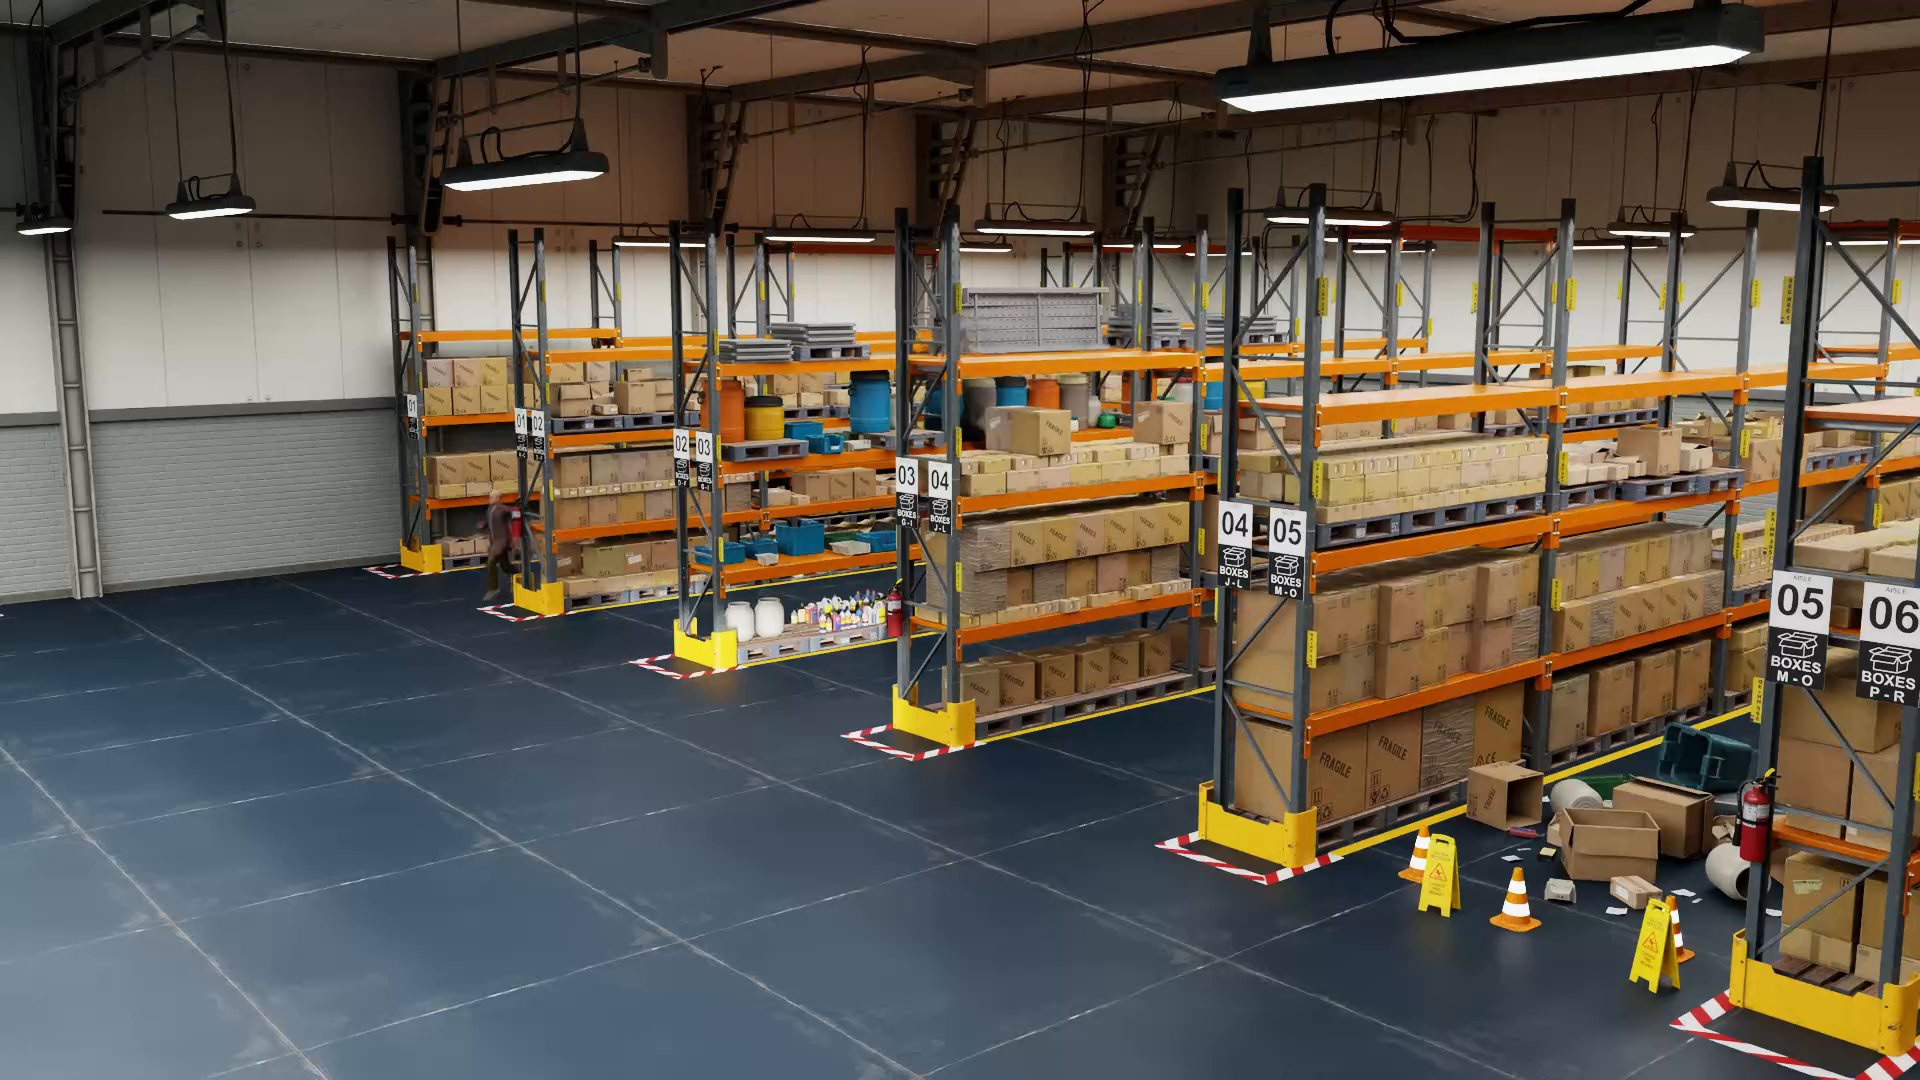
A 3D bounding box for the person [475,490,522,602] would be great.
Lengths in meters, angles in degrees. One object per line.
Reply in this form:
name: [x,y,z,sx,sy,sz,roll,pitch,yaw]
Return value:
person: [-7.592,0.073,27.571,0.945,1.822,0.726,-8,12,-42]
